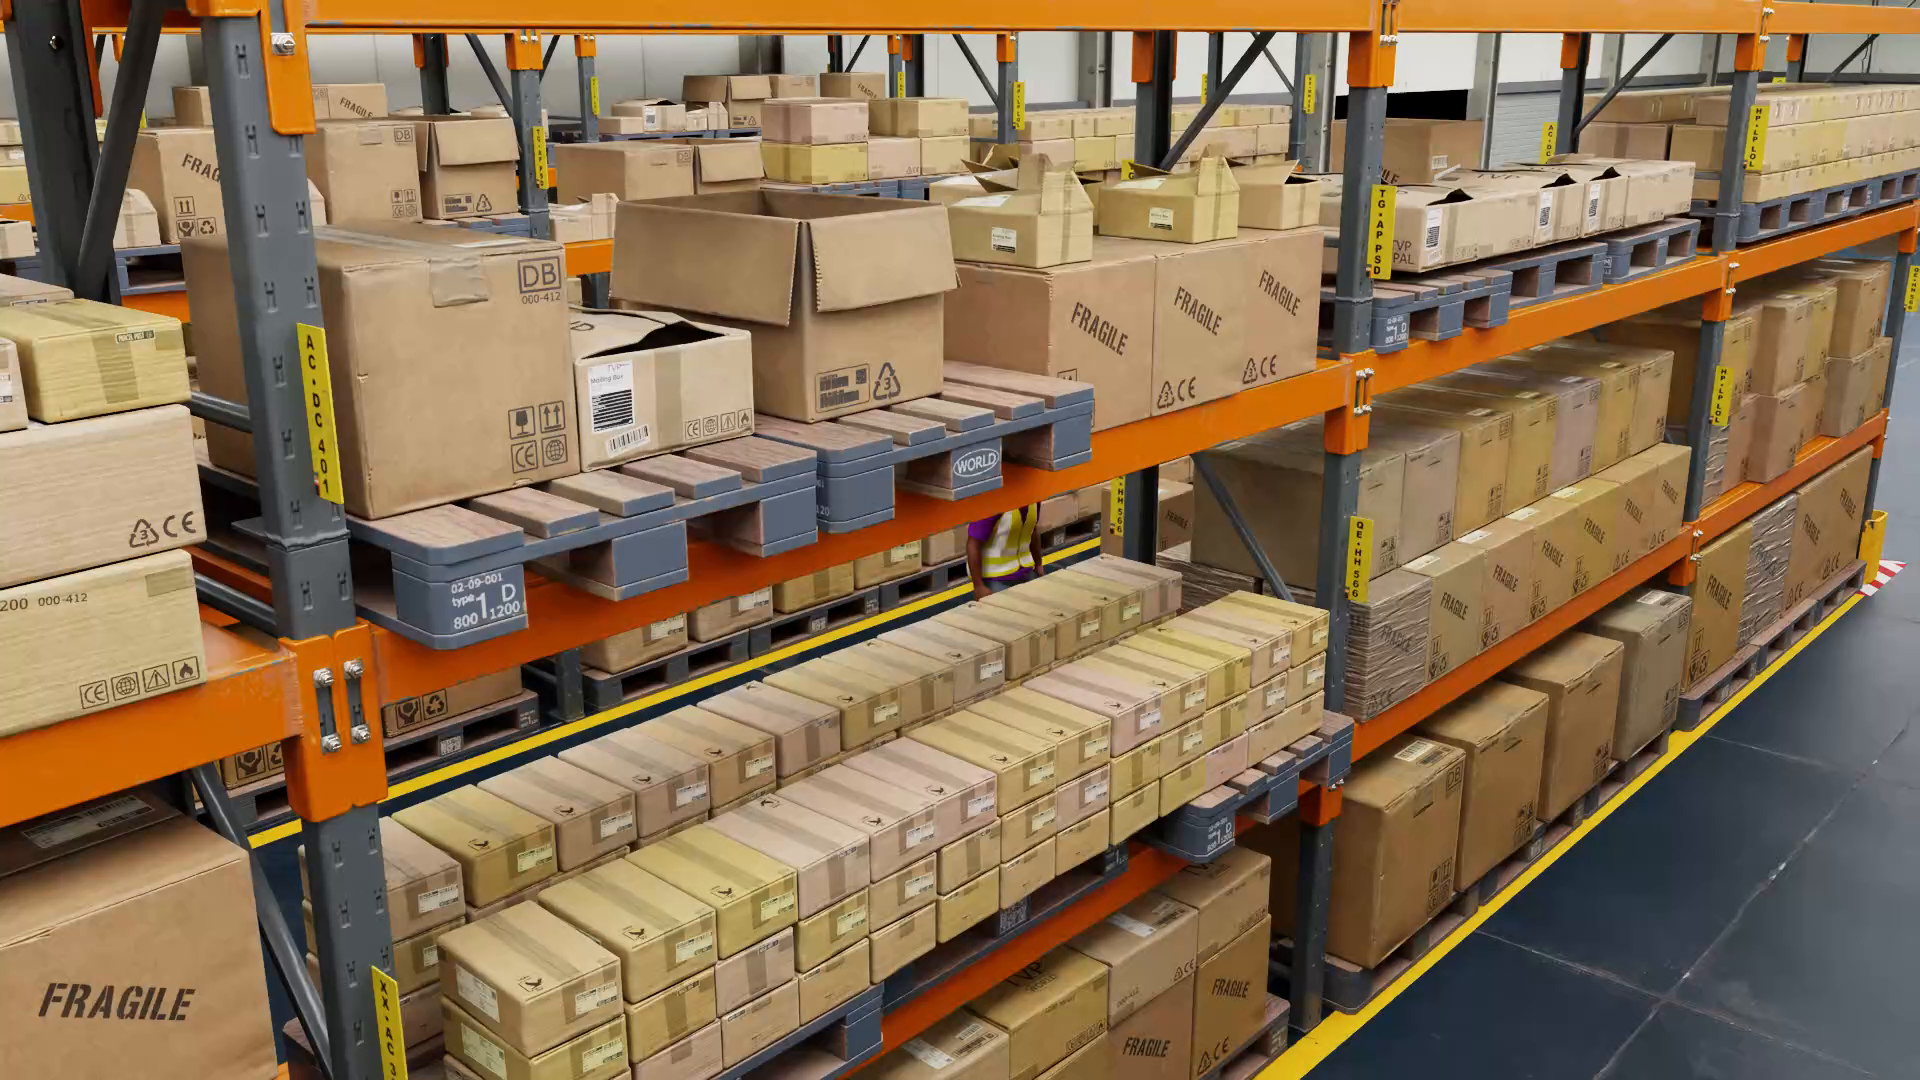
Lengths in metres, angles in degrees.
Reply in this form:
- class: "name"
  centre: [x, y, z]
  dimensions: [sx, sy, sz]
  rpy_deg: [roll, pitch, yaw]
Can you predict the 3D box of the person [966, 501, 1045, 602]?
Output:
- class: "person"
  centre: [0.290, 0.219, 9.789]
  dimensions: [0.463, 1.759, 0.632]
  rpy_deg: [14, 22, 39]
